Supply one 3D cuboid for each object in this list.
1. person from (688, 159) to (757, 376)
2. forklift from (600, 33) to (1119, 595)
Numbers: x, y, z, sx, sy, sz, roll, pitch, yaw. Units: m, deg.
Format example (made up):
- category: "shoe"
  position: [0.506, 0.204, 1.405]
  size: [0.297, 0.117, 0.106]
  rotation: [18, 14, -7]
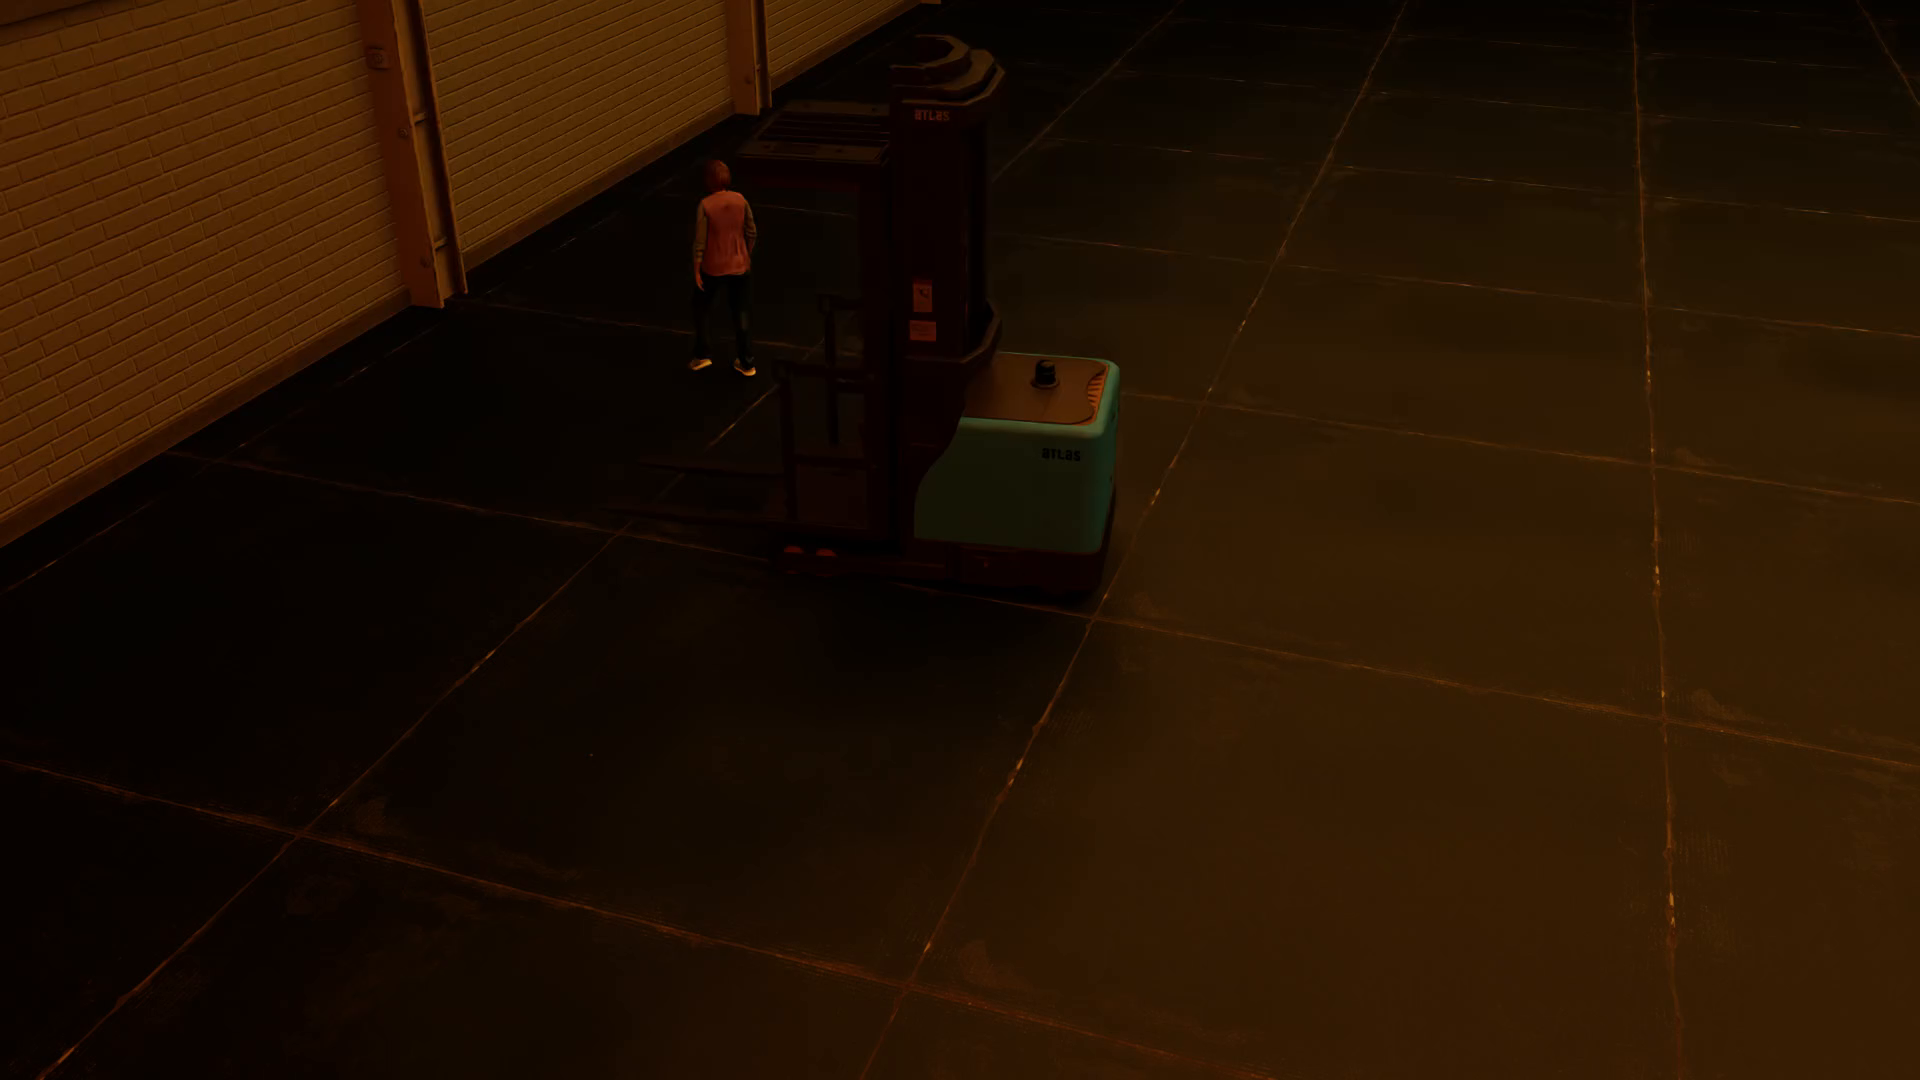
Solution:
- category: "person"
  position: [-1.704, -1.936, 11.949]
  size: [0.513, 1.628, 0.509]
  rotation: [-17, 34, -27]
- category: "forklift"
  position: [-0.617, -1.303, 9.423]
  size: [3.031, 2.935, 1.130]
  rotation: [5, 30, 9]
